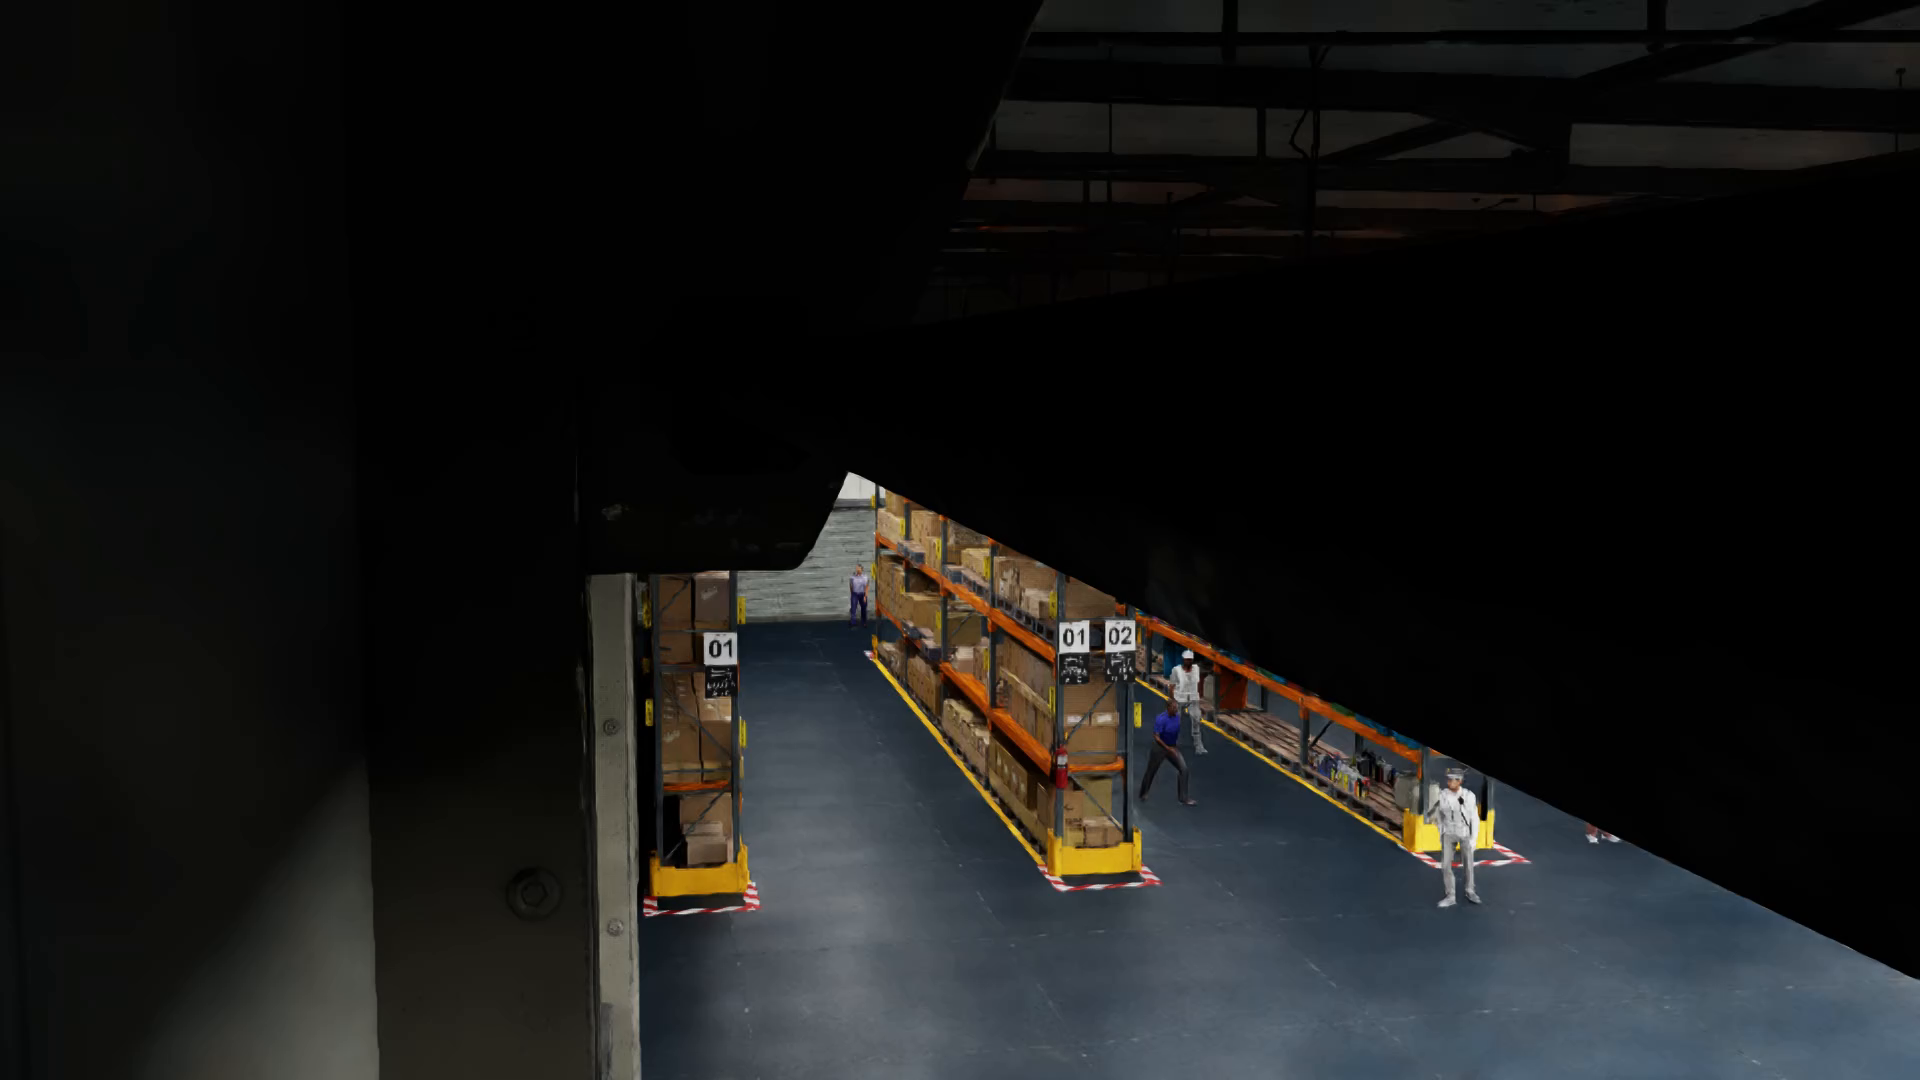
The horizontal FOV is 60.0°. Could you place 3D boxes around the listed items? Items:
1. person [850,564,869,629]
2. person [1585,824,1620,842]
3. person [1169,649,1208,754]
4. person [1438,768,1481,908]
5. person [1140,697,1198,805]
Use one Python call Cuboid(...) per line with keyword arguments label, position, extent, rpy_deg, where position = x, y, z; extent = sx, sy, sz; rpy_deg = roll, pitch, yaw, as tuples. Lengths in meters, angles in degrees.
Cuboid(label="person", position=(-2.450, 1.369, 40.610), extent=(0.479, 1.564, 0.985), rpy_deg=(0, 6, -2))
Cuboid(label="person", position=(8.684, 3.255, 22.218), extent=(0.598, 1.618, 0.507), rpy_deg=(-1, 6, -13))
Cuboid(label="person", position=(3.747, 2.644, 27.544), extent=(0.566, 1.706, 1.122), rpy_deg=(-1, 6, -9))
Cuboid(label="person", position=(5.904, 3.493, 19.690), extent=(0.507, 1.658, 0.566), rpy_deg=(4, 7, 36))
Cuboid(label="person", position=(3.008, 3.053, 24.232), extent=(0.617, 1.576, 0.812), rpy_deg=(-3, 7, -29))
